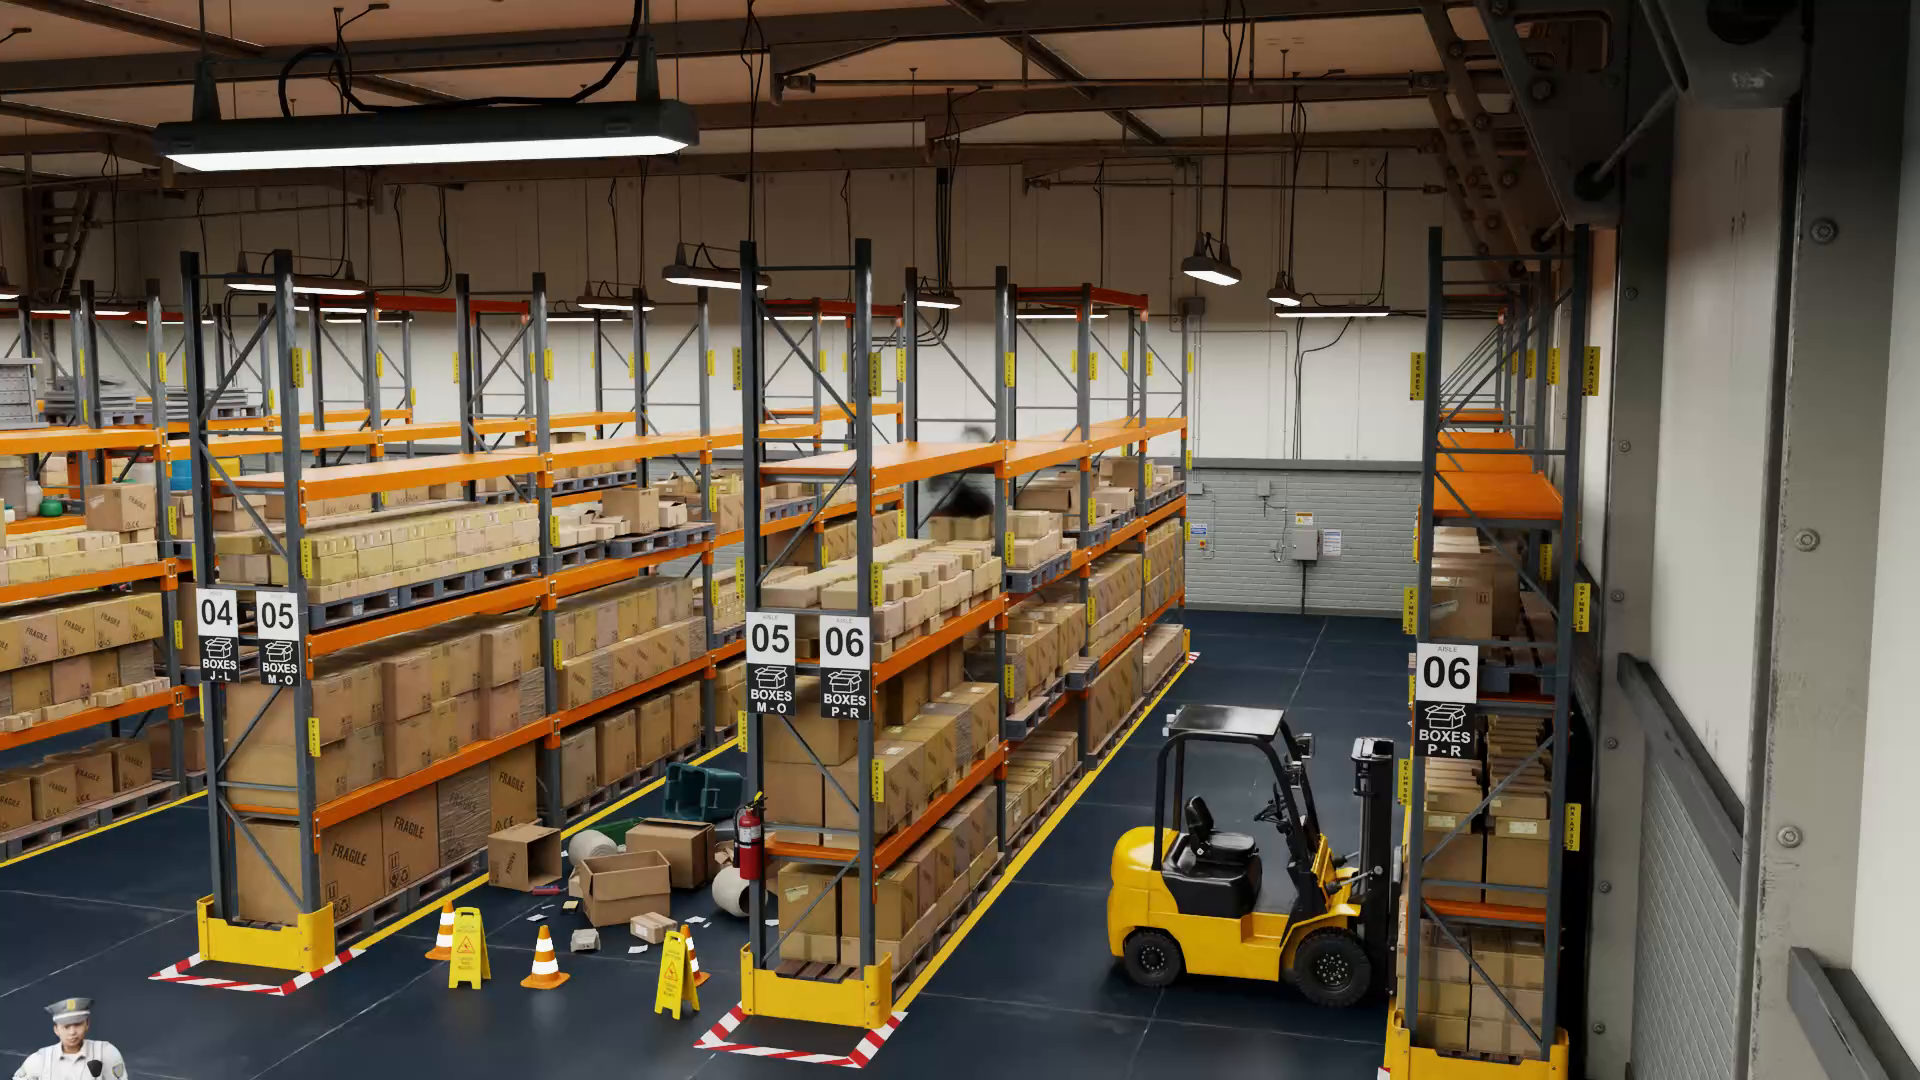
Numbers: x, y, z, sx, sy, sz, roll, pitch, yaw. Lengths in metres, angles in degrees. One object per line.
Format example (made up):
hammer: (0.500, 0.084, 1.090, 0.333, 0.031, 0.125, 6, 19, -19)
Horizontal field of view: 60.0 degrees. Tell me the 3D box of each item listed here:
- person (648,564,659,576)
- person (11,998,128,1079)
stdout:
person: (-5.193, 1.187, 28.152, 0.598, 1.702, 0.821, 1, 6, 7)
person: (-4.832, 3.313, 9.081, 0.583, 1.673, 0.642, -4, 8, -34)
